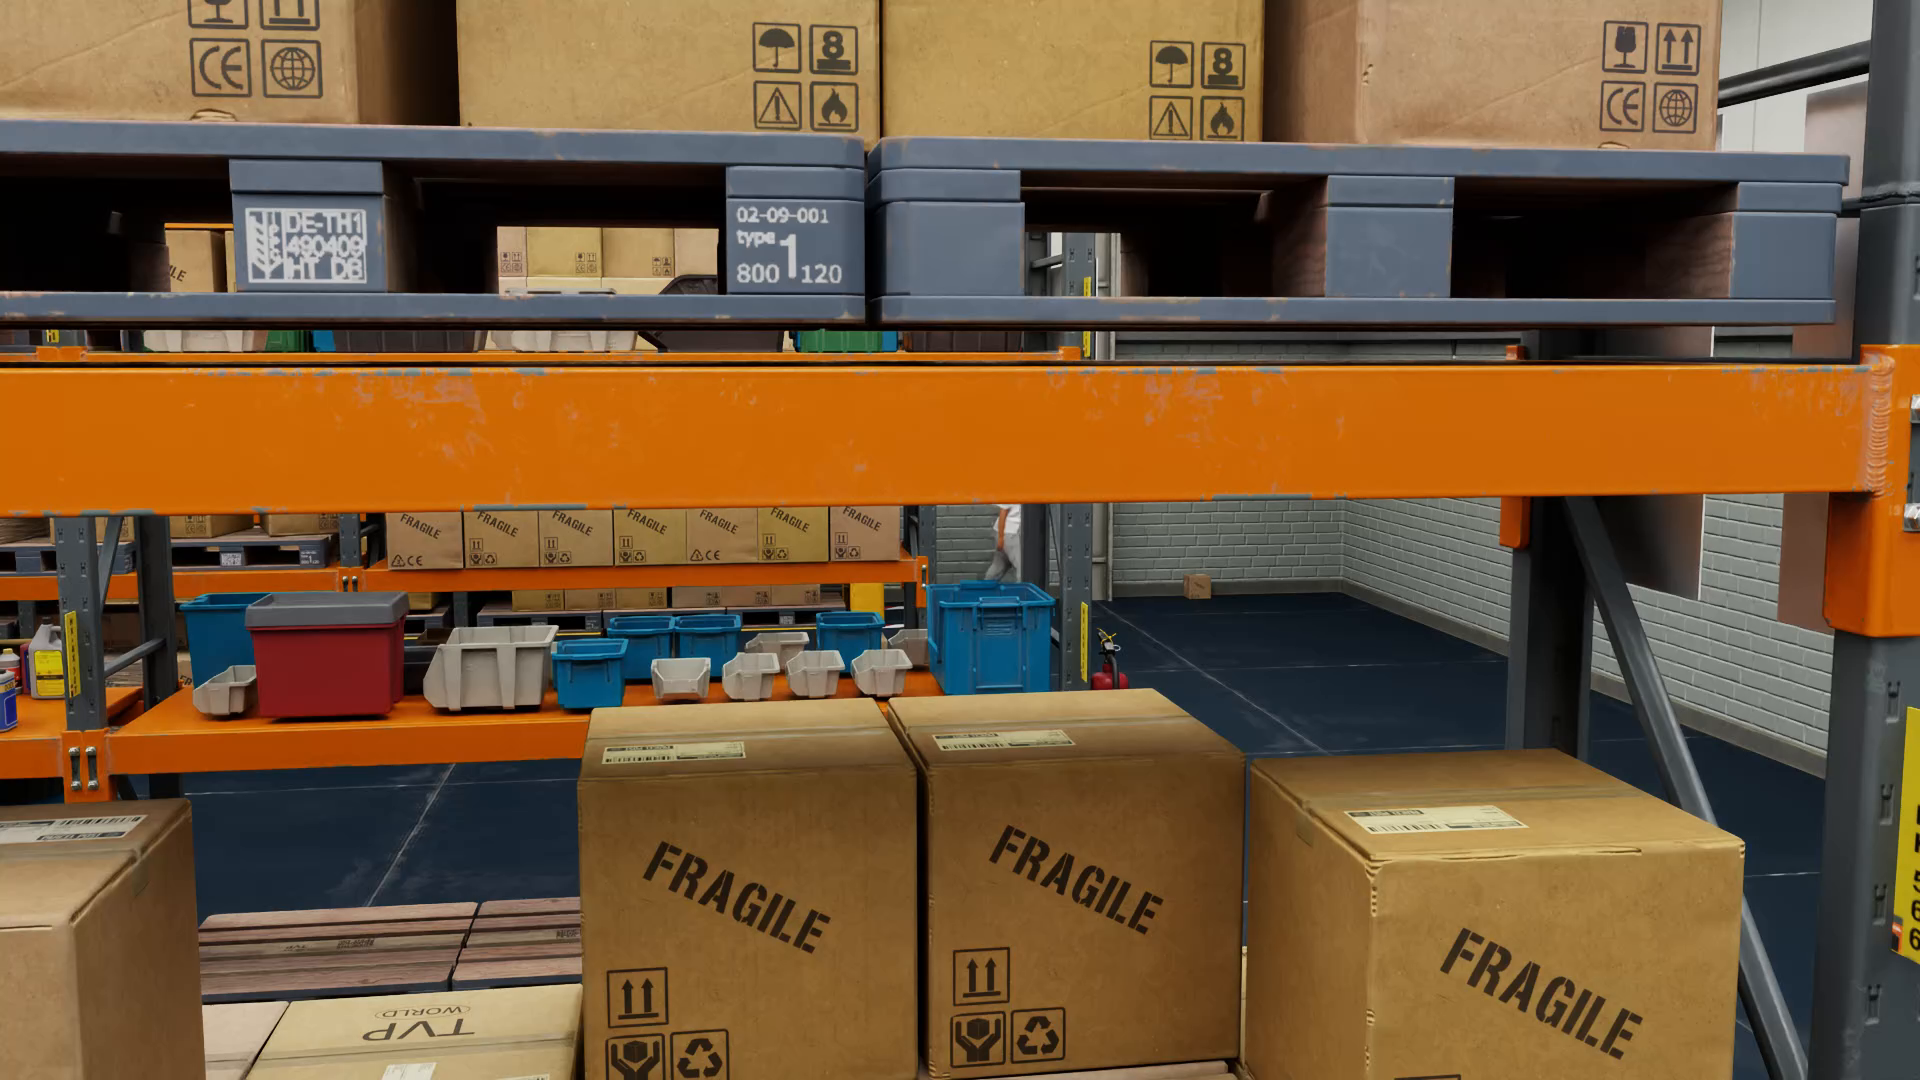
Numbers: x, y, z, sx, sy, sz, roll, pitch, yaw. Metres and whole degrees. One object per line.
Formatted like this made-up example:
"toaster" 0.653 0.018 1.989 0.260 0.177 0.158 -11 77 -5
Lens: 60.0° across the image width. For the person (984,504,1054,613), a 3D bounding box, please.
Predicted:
"person" 0.596 -0.055 17.687 0.898 1.614 0.548 2 7 13
